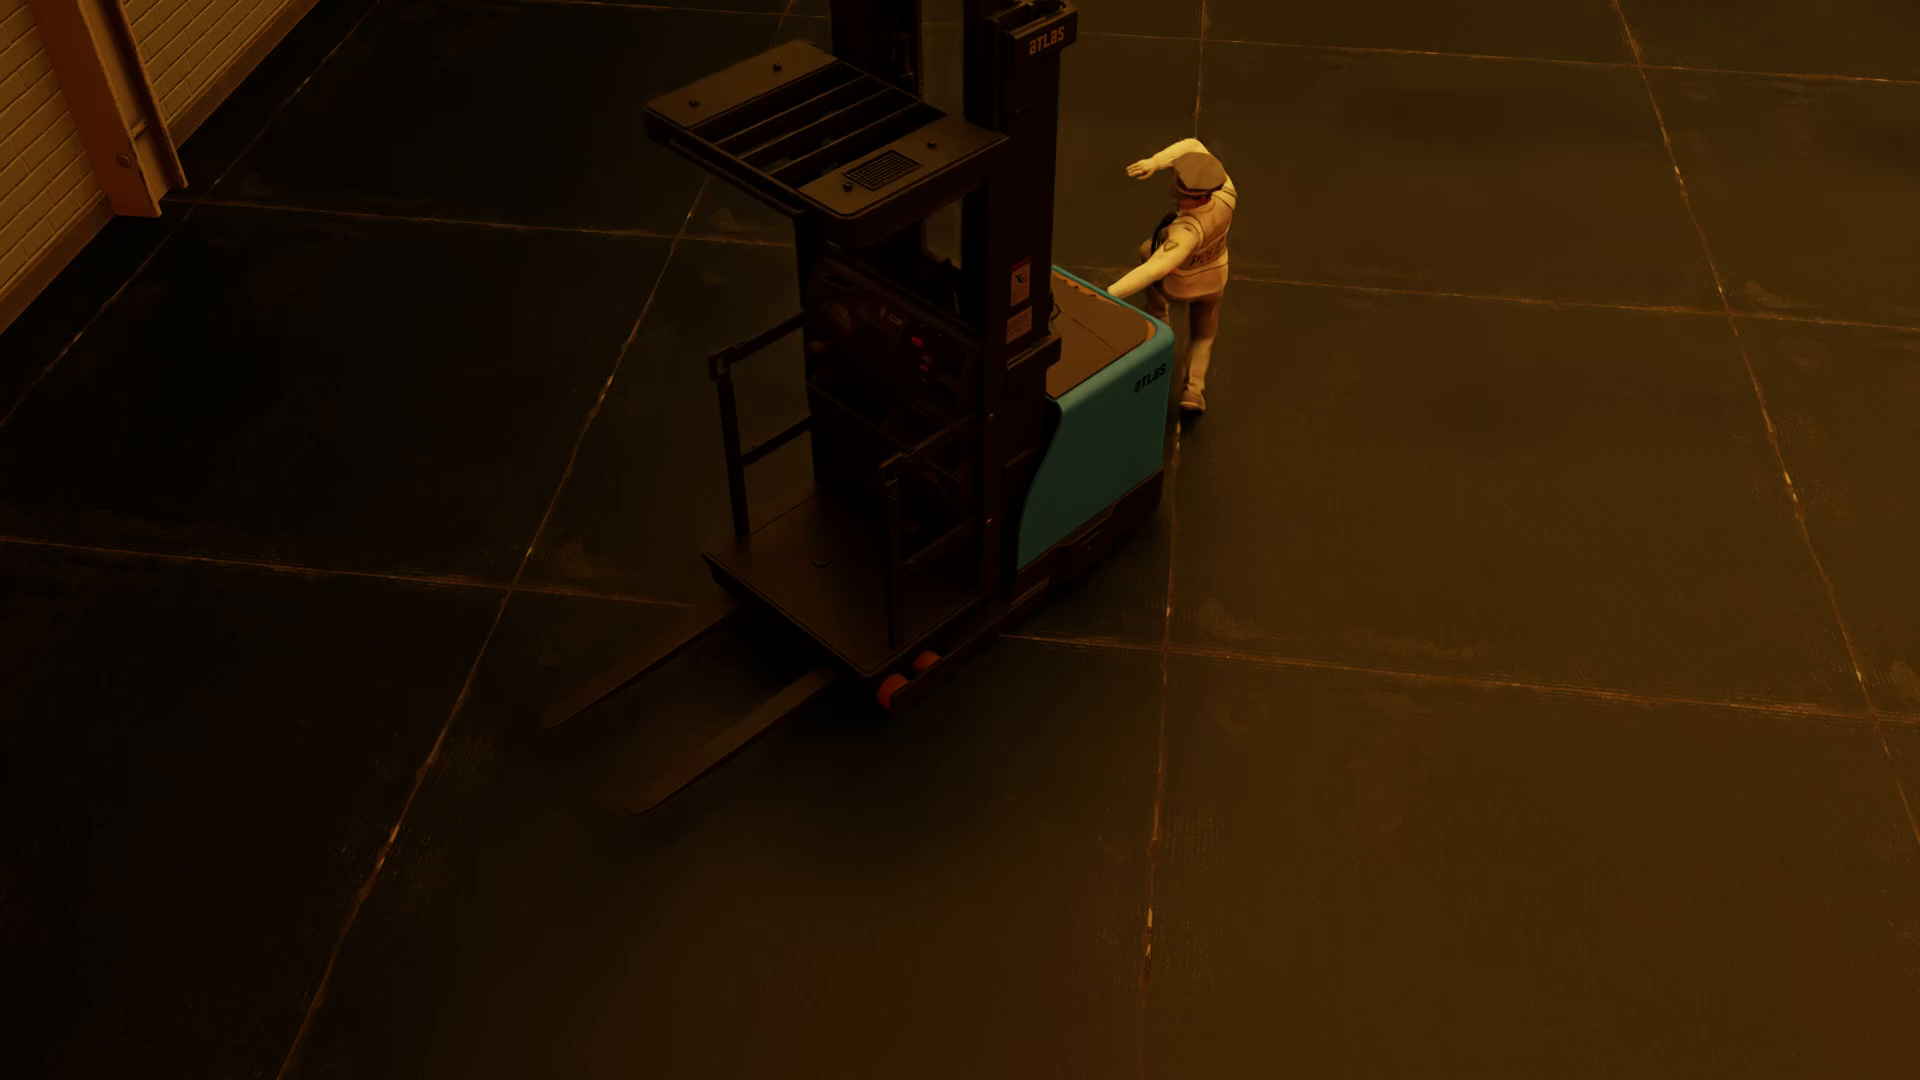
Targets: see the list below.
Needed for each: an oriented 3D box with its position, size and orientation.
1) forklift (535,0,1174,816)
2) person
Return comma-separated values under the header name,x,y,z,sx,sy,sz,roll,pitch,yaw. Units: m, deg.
name,x,y,z,sx,sy,sz,roll,pitch,yaw
forklift,-0.430,-0.741,6.531,1.130,2.935,3.031,34,52,31
person,0.913,-1.330,8.319,0.893,1.372,0.925,-12,44,-13
